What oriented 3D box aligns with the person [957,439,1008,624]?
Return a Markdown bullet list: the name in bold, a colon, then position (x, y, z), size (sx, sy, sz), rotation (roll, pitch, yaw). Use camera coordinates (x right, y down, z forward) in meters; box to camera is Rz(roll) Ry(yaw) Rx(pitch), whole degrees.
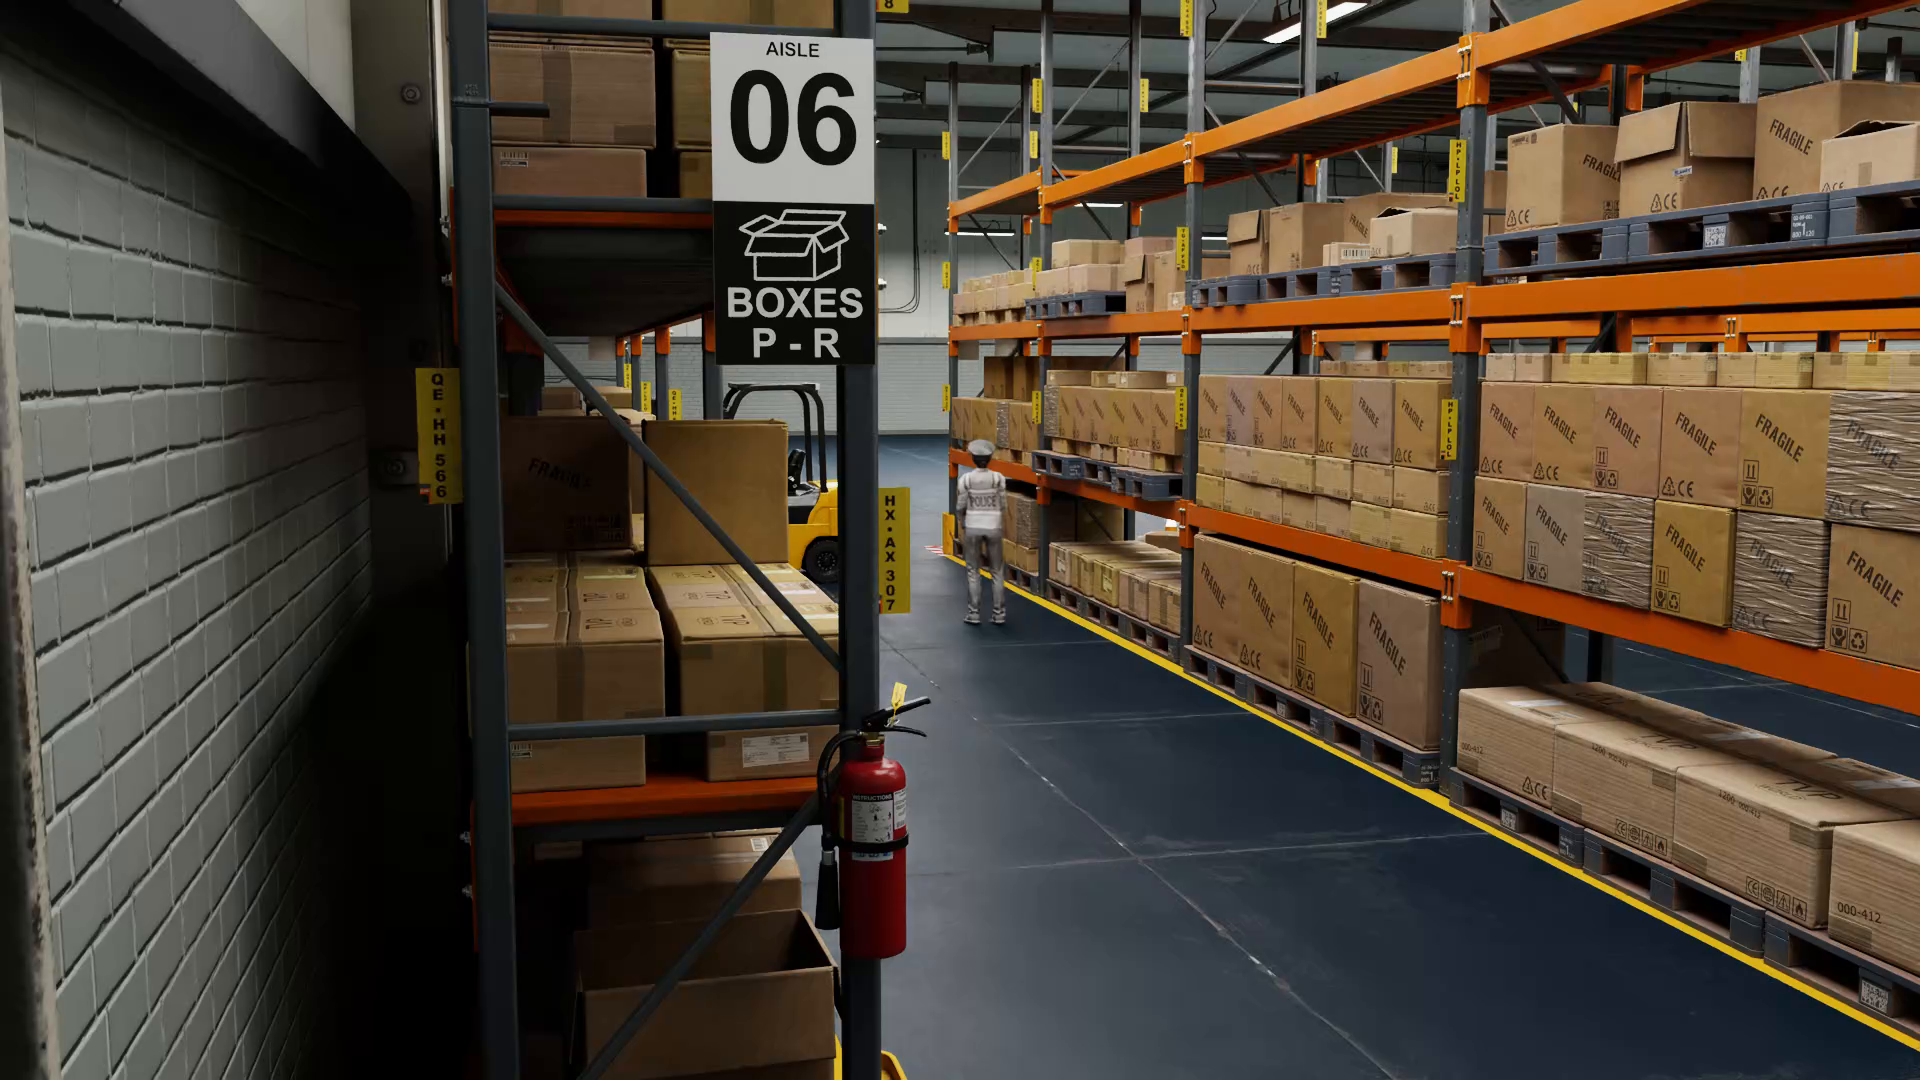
- **person**: position (0.208, -0.081, 15.248), size (0.469, 1.698, 0.549), rotation (0, 6, 0)
